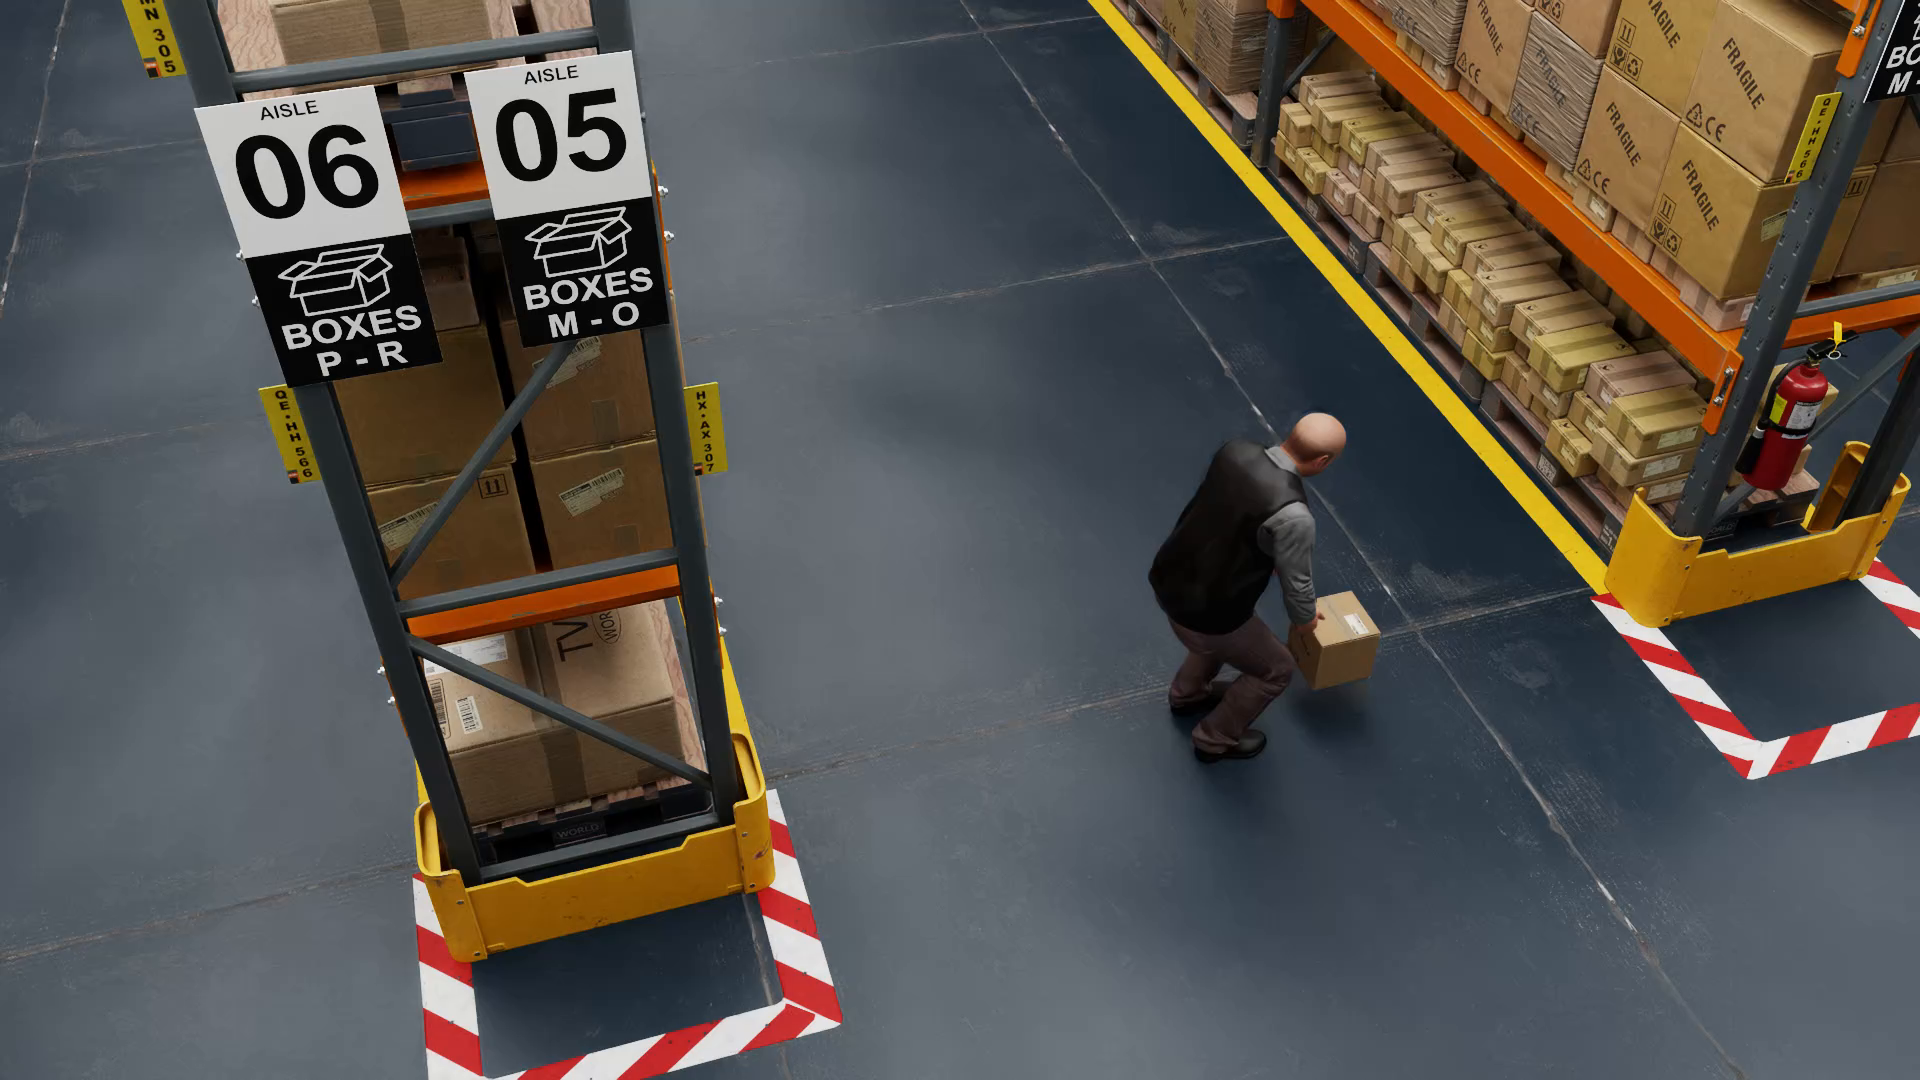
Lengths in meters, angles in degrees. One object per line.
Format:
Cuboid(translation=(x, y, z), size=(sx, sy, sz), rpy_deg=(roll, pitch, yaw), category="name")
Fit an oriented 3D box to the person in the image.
Cuboid(translation=(1.047, 0.197, 6.222), size=(0.725, 1.377, 0.592), rpy_deg=(-12, 43, -13), category="person")
